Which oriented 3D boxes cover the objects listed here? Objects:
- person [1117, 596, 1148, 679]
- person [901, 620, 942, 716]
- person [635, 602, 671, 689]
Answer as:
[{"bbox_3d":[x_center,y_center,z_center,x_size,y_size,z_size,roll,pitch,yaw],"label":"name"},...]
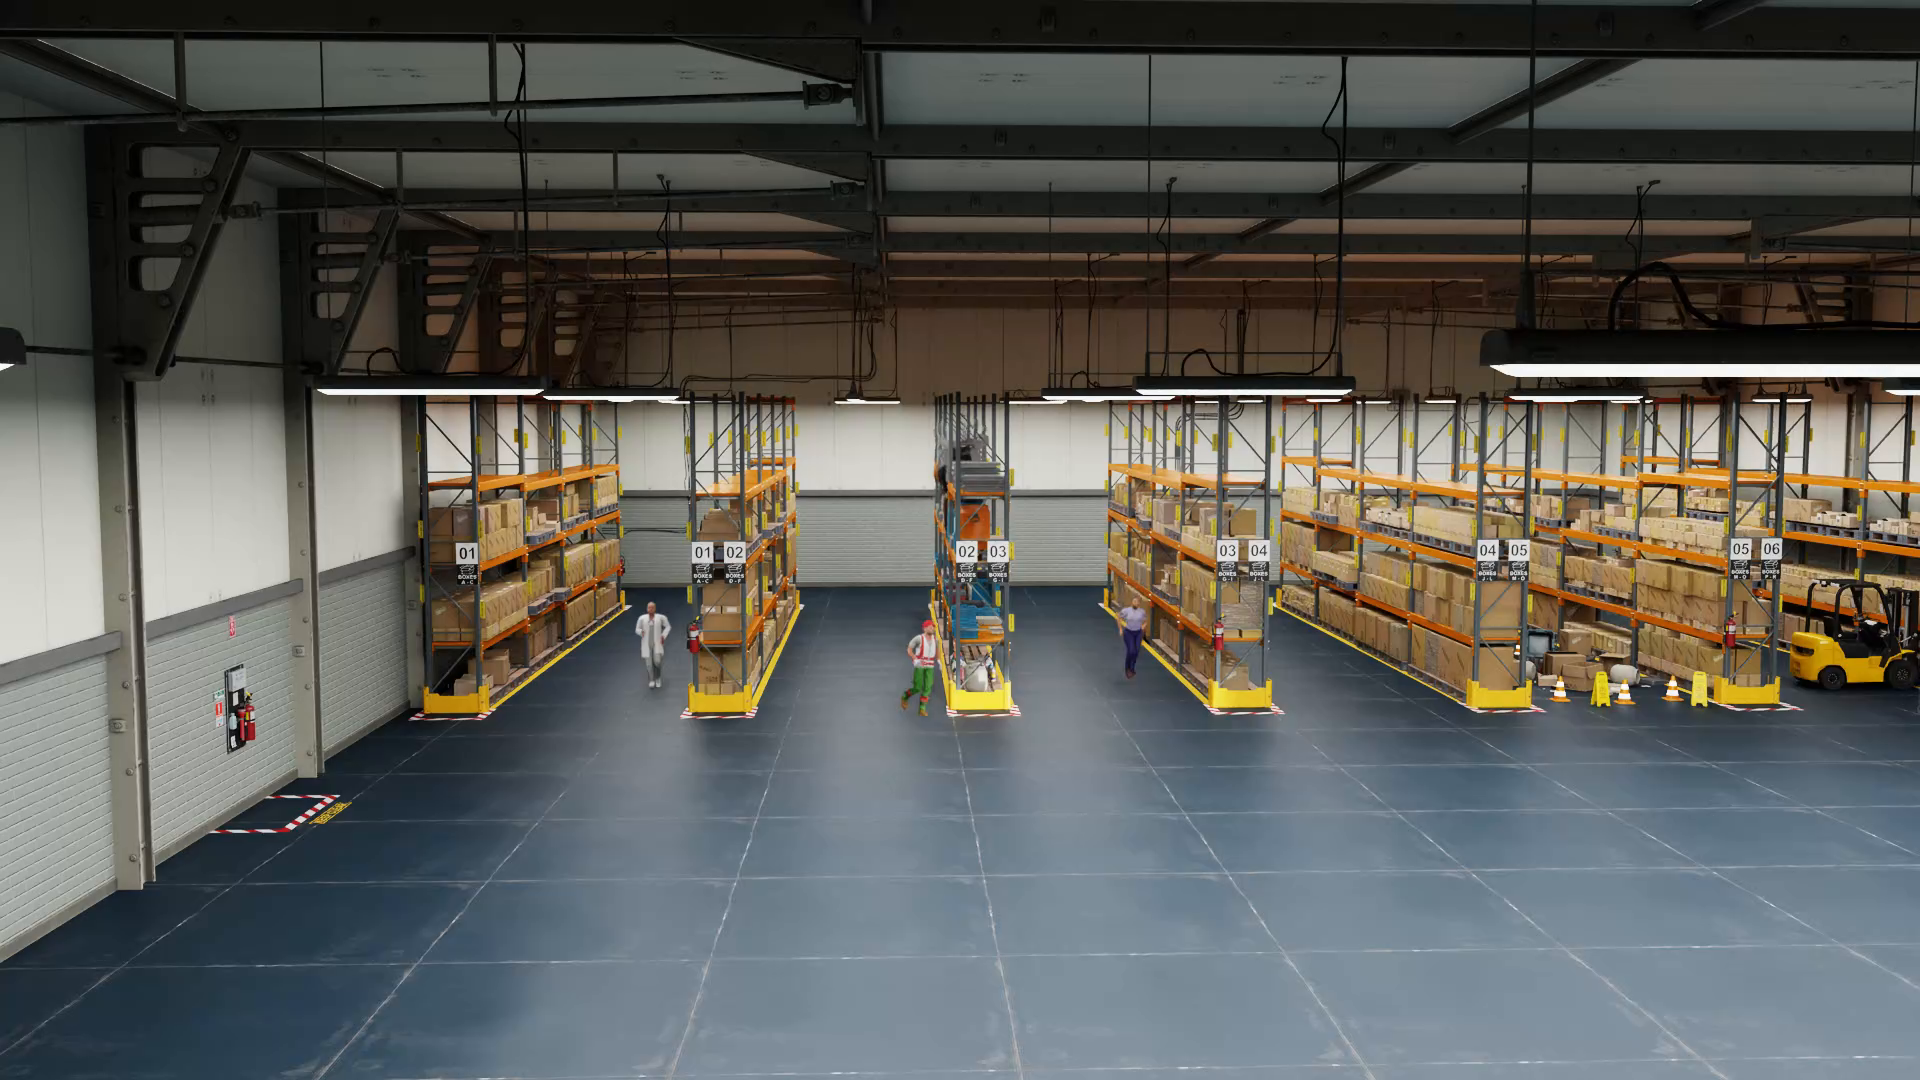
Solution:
[{"bbox_3d":[3.513,1.968,33.635,0.576,1.685,0.719,-1,5,-13],"label":"person"},{"bbox_3d":[-0.654,2.363,31.044,0.721,1.746,0.778,-3,5,-33],"label":"person"},{"bbox_3d":[-6.236,2.148,33.706,0.694,1.763,0.673,0,5,-4],"label":"person"}]
